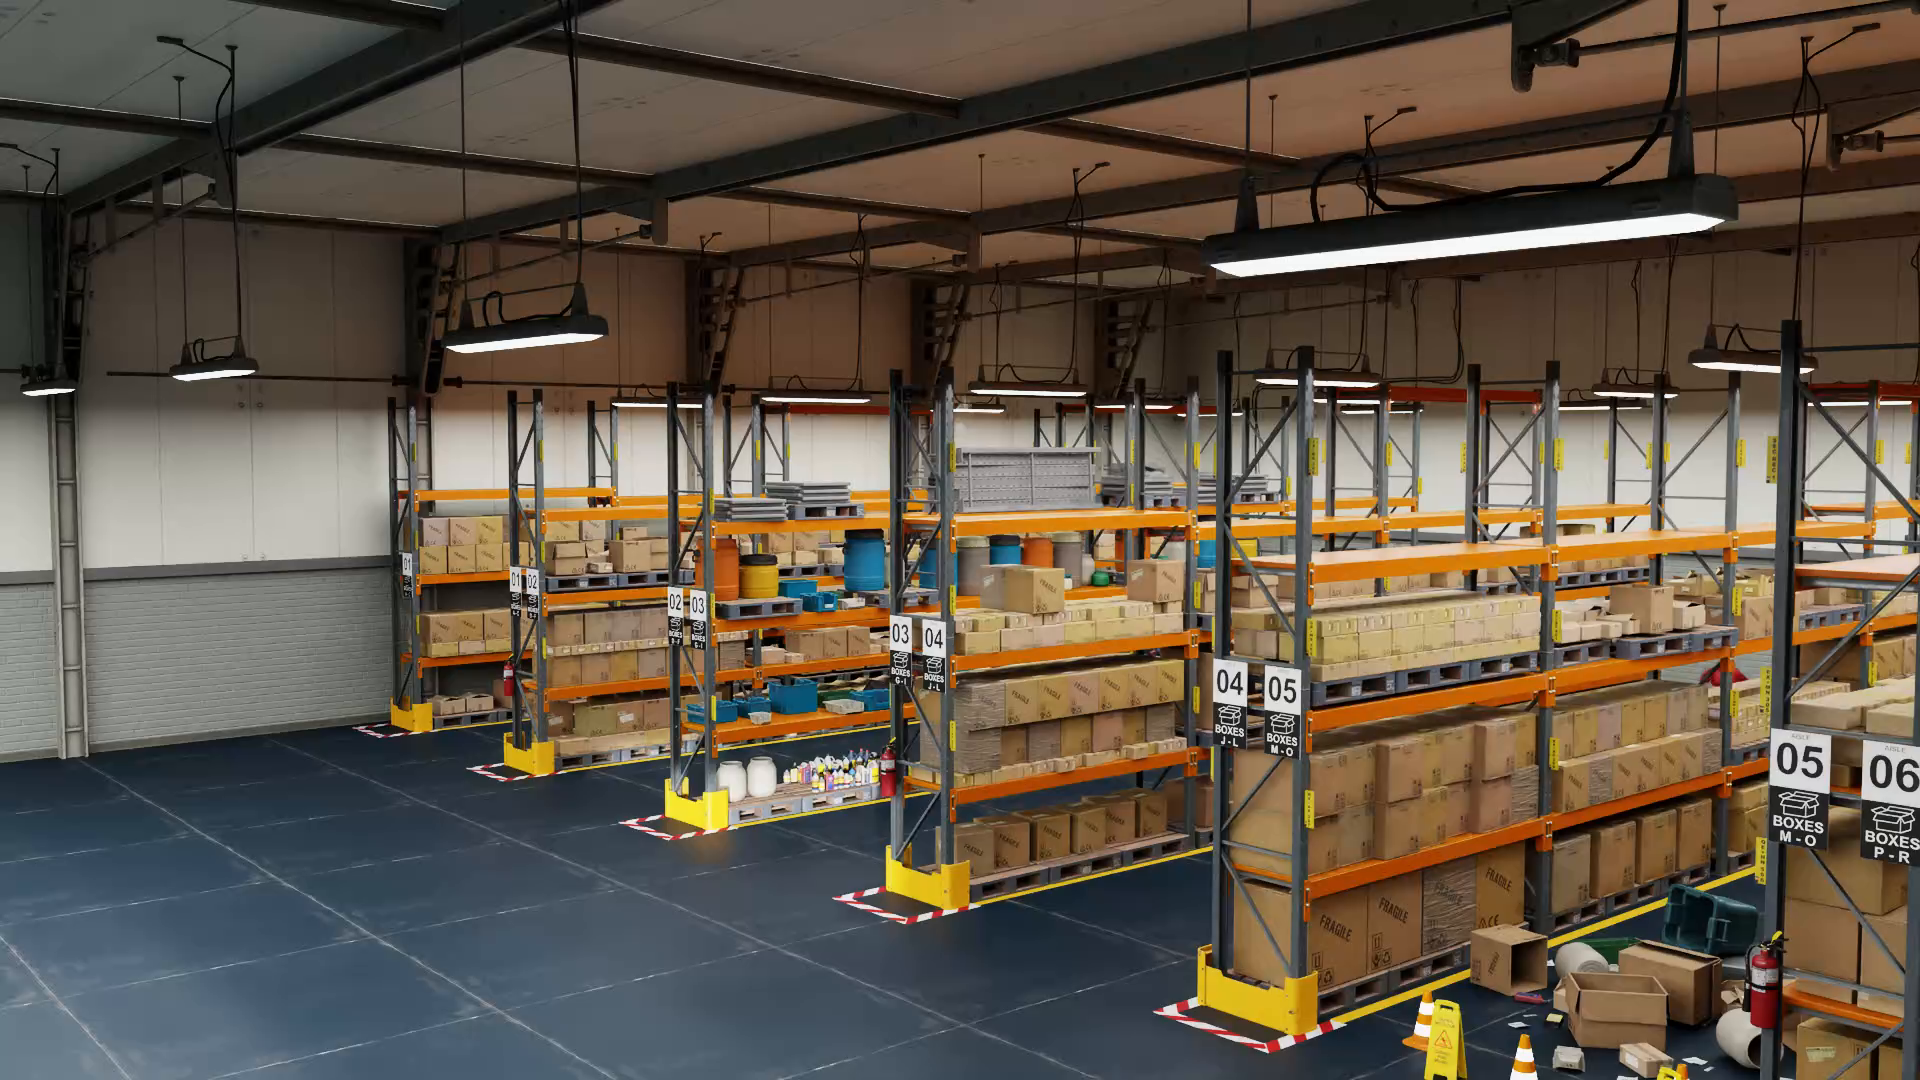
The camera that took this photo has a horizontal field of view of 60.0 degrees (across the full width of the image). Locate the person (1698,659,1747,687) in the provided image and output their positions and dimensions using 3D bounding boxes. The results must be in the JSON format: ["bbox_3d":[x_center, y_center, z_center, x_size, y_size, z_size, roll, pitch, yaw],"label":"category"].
[{"bbox_3d":[12.712,2.712,27.677,0.782,1.672,0.609,1,4,21],"label":"person"}]
